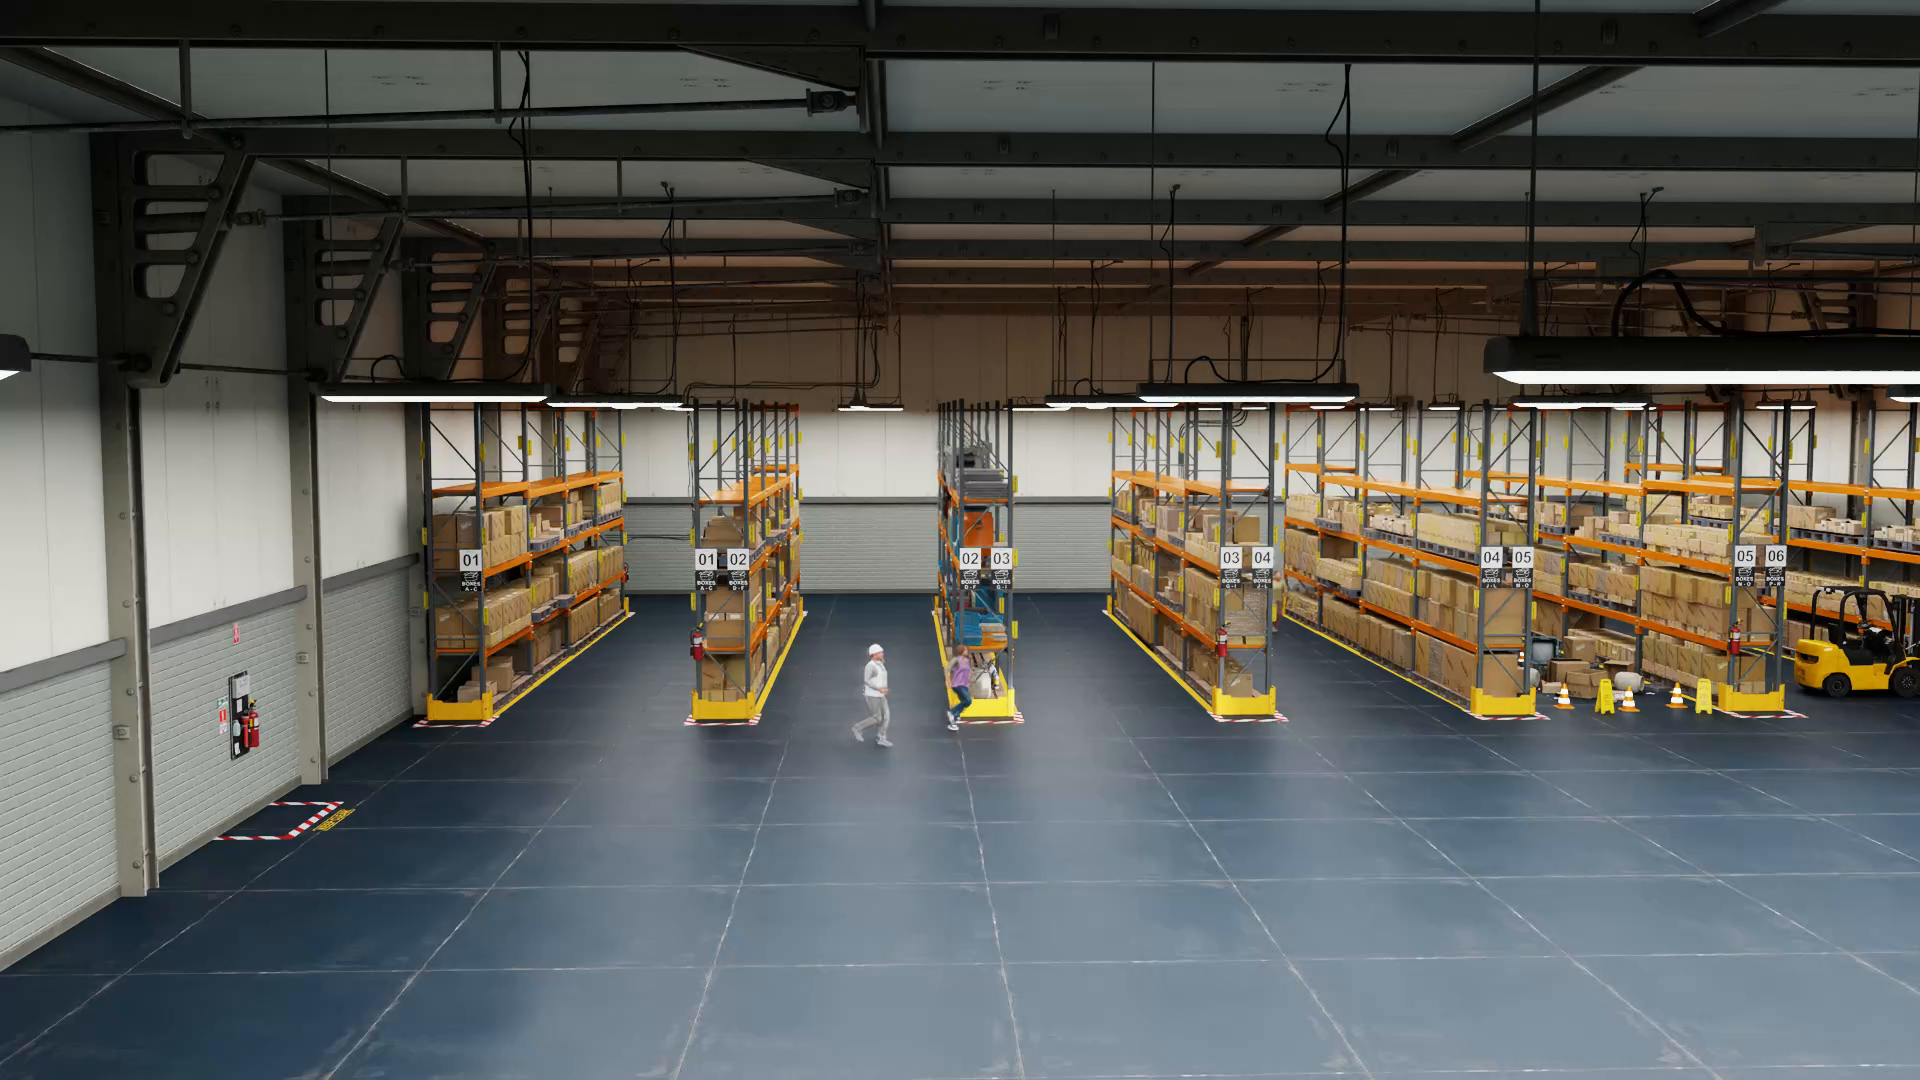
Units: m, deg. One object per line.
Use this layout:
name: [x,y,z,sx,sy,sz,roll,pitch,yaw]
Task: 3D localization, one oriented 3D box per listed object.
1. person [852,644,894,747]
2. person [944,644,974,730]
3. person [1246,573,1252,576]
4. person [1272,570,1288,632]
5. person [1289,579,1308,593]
person: [-1.487,2.675,28.708,0.732,1.765,0.684,1,5,19]
person: [0.050,2.665,30.172,0.507,1.526,0.560,3,5,34]
person: [8.047,1.326,46.484,0.680,1.803,0.706,0,4,2]
person: [8.268,1.601,43.391,0.551,1.621,0.688,-1,4,-7]
person: [10.021,1.207,48.877,0.607,1.653,0.594,0,4,-5]
